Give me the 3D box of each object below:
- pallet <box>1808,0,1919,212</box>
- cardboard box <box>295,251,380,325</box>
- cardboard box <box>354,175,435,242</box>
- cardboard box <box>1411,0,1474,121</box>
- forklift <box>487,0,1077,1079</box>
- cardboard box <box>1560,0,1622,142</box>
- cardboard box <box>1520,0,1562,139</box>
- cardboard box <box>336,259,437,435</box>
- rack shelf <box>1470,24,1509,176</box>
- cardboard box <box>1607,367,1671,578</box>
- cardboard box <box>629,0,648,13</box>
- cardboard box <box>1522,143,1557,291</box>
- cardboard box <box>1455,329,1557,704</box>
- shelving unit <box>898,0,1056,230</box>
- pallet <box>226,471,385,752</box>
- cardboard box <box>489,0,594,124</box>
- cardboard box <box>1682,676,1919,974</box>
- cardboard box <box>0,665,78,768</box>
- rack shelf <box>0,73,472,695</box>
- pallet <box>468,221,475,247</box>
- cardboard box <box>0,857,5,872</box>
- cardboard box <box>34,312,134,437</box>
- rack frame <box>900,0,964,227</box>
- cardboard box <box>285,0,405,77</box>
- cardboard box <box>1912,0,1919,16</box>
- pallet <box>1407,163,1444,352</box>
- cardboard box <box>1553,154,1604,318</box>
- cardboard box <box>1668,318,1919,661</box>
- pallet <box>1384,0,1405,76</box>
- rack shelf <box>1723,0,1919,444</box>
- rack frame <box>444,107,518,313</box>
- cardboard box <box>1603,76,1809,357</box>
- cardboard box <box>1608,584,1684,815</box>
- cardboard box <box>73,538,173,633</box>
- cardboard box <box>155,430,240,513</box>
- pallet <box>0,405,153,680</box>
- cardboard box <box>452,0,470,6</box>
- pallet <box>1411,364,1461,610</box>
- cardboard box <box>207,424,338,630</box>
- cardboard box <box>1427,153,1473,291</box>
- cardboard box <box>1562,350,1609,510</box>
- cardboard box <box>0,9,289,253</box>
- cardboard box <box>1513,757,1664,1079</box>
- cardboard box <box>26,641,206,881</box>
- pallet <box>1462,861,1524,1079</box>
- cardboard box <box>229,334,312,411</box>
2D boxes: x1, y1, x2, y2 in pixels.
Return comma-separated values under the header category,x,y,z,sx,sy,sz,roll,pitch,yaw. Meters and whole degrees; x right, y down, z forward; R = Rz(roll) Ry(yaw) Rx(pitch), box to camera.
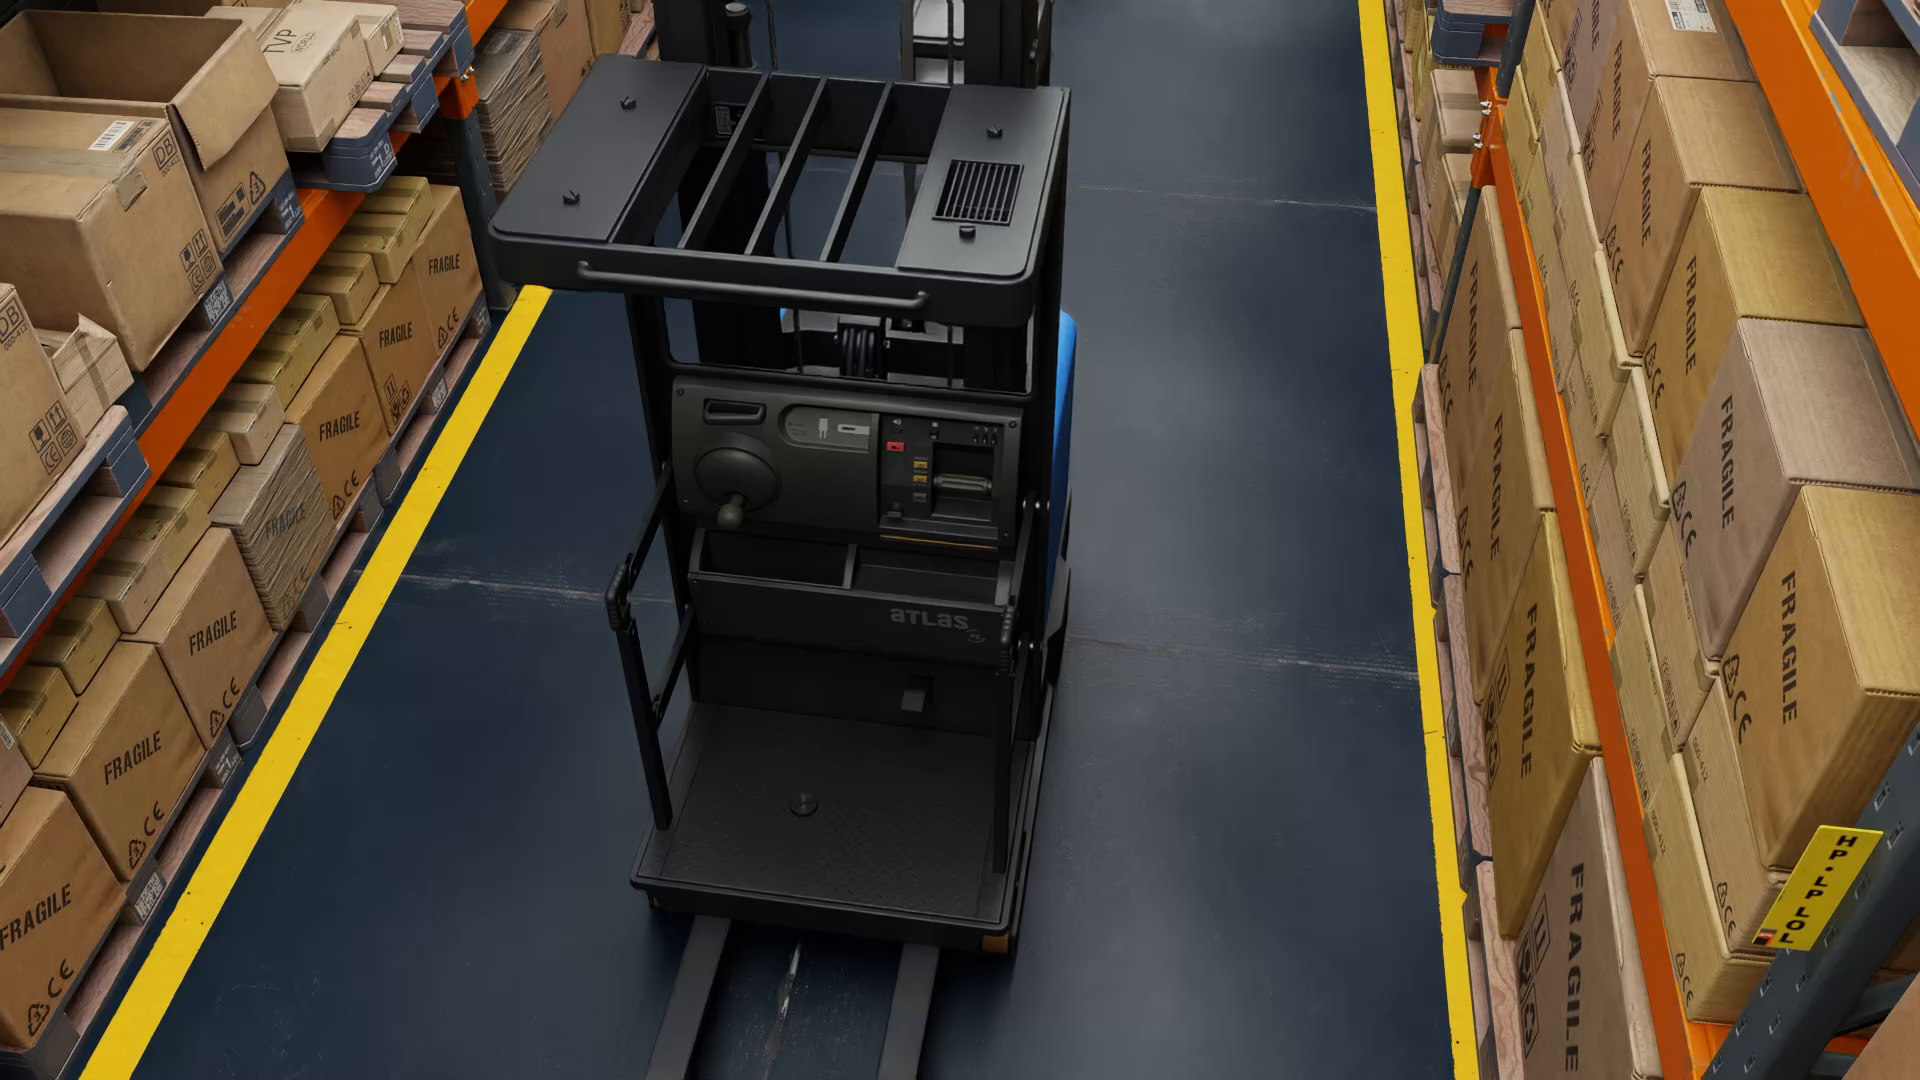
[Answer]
category,x,y,z,sx,sy,sz,roll,pitch,yaw
pallet,1.995,-0.648,2.710,0.805,0.209,1.217,4,44,4
cardboard box,-2.367,-0.930,6.092,0.380,0.149,0.250,4,44,4
cardboard box,-2.283,-1.295,6.476,0.380,0.149,0.250,3,44,3
cardboard box,2.732,-2.328,8.132,0.950,0.372,0.625,7,44,7
forklift,-0.334,-0.106,4.230,1.130,2.935,3.031,6,44,6
cardboard box,2.088,-1.472,4.823,0.500,0.500,0.500,5,44,6
cardboard box,2.140,-1.529,5.429,0.500,0.250,0.500,5,44,5
cardboard box,-2.388,-0.771,6.395,0.500,0.500,0.500,5,44,5
rack shelf,2.716,-2.827,7.577,1.077,0.370,4.000,5,44,6
cardboard box,1.861,-0.144,3.966,0.500,0.250,0.500,6,44,7
cardboard box,-2.108,-3.305,8.981,0.875,0.625,0.625,5,44,5
cardboard box,2.087,-1.009,5.243,0.500,0.250,0.500,4,44,4
cardboard box,2.156,-0.035,5.346,0.875,0.875,0.875,6,44,6
shelving unit,0.060,-1.001,5.780,0.431,2.100,0.503,6,44,6
pallet,-2.769,0.173,5.914,1.003,0.211,1.213,5,44,6
cardboard box,-2.294,-2.334,7.955,0.875,0.625,0.625,7,44,7
cardboard box,1.740,0.551,3.232,0.500,0.250,0.500,5,44,5
cardboard box,-2.704,0.480,4.602,0.380,0.149,0.250,3,44,3
rack shelf,-2.733,-0.550,5.172,1.077,0.370,4.000,5,44,6
pallet,-2.322,-1.719,7.912,1.003,0.211,1.213,5,44,6
cardboard box,-2.687,0.852,4.210,0.380,0.149,0.250,7,44,7
cardboard box,-2.434,-0.463,4.350,0.396,0.266,0.258,7,44,8
rack frame,0.023,-0.835,5.605,0.400,2.100,0.015,6,44,6
cardboard box,-2.176,-1.753,5.797,0.380,0.149,0.250,6,44,6
cardboard box,1.831,-0.828,2.521,0.500,0.311,0.500,5,44,6
pallet,2.556,-1.245,7.411,1.003,0.211,1.213,5,44,6
cardboard box,1.992,-0.839,4.700,0.500,0.250,0.500,5,44,5
cardboard box,1.794,-0.079,3.352,0.500,0.500,0.500,6,44,6
pallet,2.879,-2.908,9.168,1.003,0.211,1.213,5,44,6
rack shelf,2.187,-1.190,3.667,1.077,0.370,4.000,5,44,6
rack frame,-2.469,-2.174,6.364,1.000,3.000,0.127,5,44,6
cardboard box,1.934,-0.777,4.089,0.500,0.500,0.500,6,44,6
cardboard box,1.801,0.380,3.776,0.500,0.250,0.500,5,44,5
cardboard box,-2.611,0.125,4.977,0.380,0.149,0.250,5,44,5
cardboard box,-2.569,-0.231,5.353,0.380,0.149,0.250,5,44,6
pallet,-2.784,0.087,4.116,1.003,0.211,1.213,5,44,6
cardboard box,-2.168,-2.400,6.712,0.500,0.250,0.500,5,44,6
pallet,2.273,-0.182,6.289,1.003,0.211,1.213,5,44,6
cardboard box,-2.505,-0.058,5.642,0.500,0.500,0.500,4,44,4
cardboard box,2.536,-1.308,7.055,0.950,0.372,0.625,3,43,3
cardboard box,1.950,-0.315,4.510,0.500,0.250,0.500,5,44,6
cardboard box,-2.502,-1.235,4.992,0.797,0.503,0.637,4,44,5
cardboard box,1.925,1.190,4.051,0.875,0.875,0.875,6,44,7
cardboard box,-2.650,0.634,4.911,0.500,0.500,0.500,5,44,5
pallet,1.950,1.481,4.533,1.003,0.211,1.213,5,44,6
cardboard box,-2.480,-0.584,5.726,0.380,0.149,0.250,5,44,5
